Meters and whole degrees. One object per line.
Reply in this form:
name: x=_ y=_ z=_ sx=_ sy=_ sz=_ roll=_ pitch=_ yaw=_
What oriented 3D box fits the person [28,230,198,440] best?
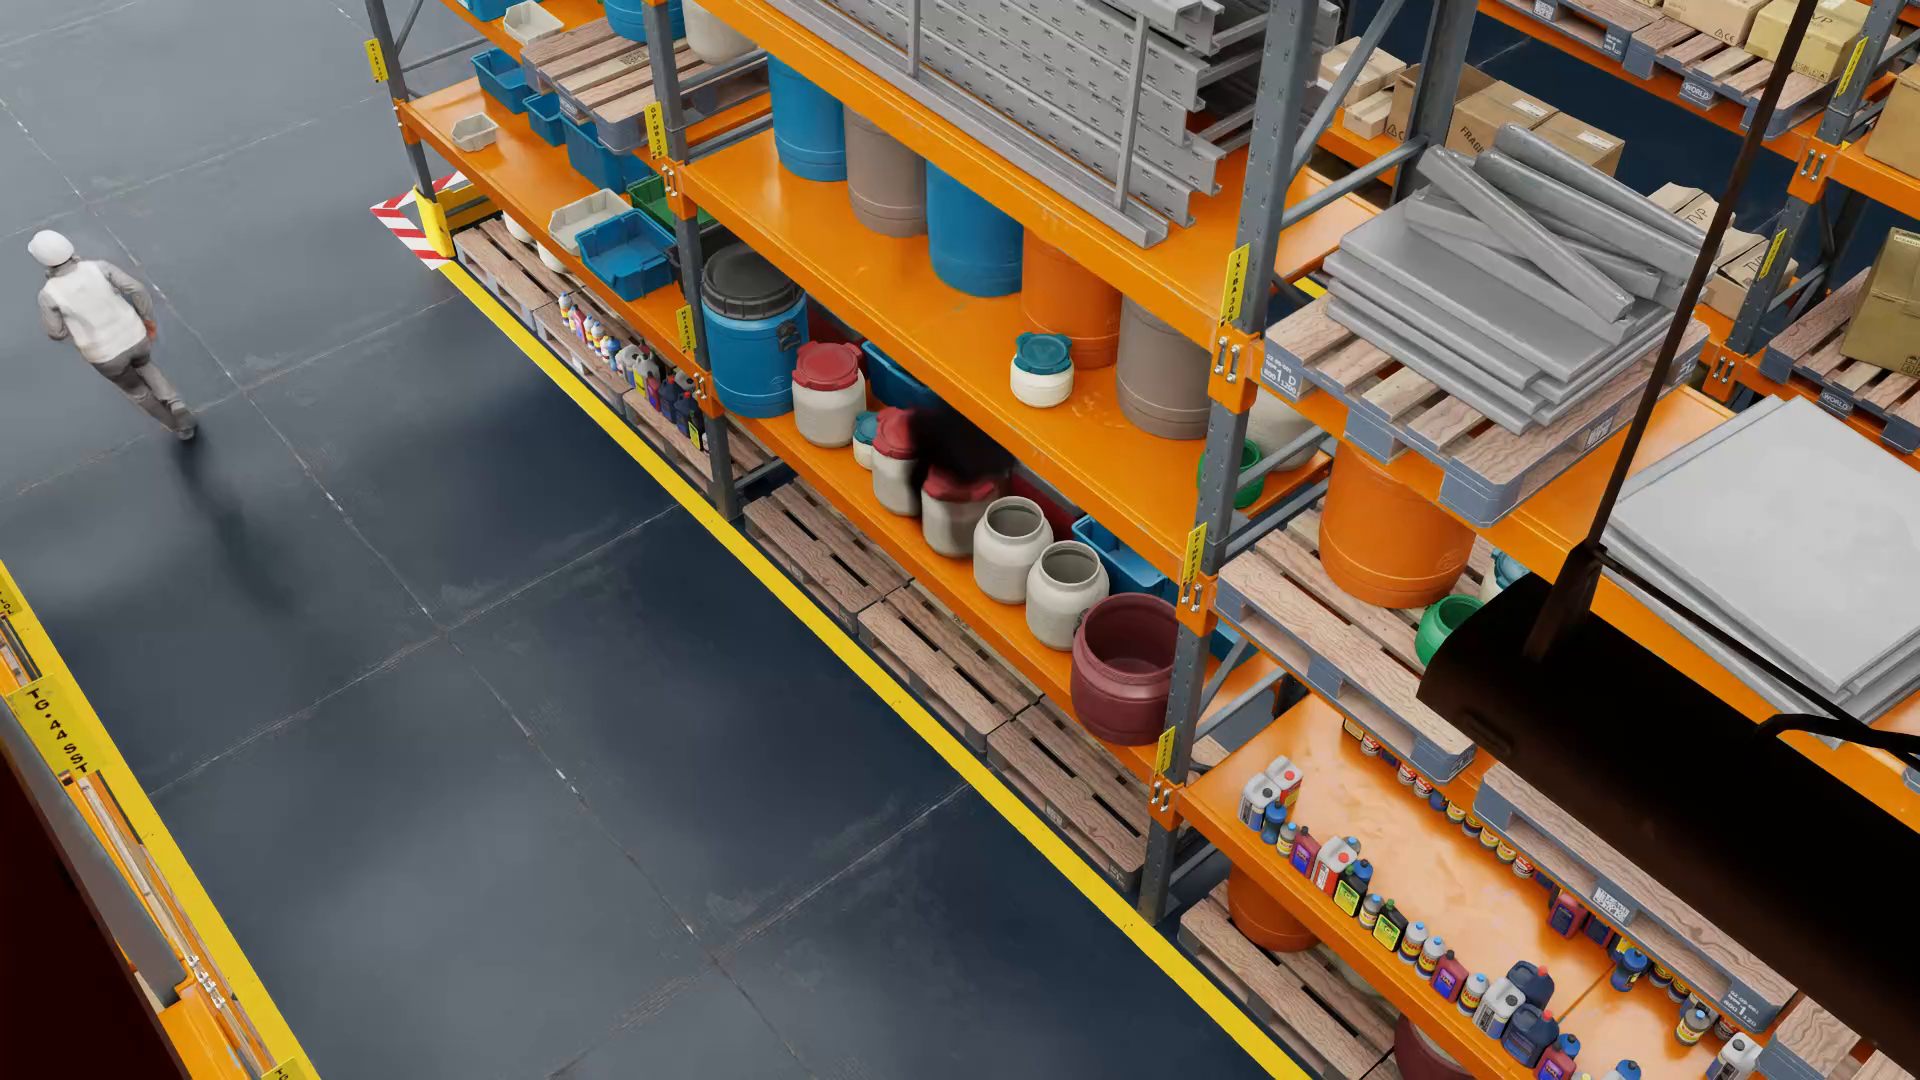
person: x=-5.658 y=-1.312 z=11.067 sx=0.619 sy=1.707 sz=0.629 roll=29 pitch=53 yaw=25
